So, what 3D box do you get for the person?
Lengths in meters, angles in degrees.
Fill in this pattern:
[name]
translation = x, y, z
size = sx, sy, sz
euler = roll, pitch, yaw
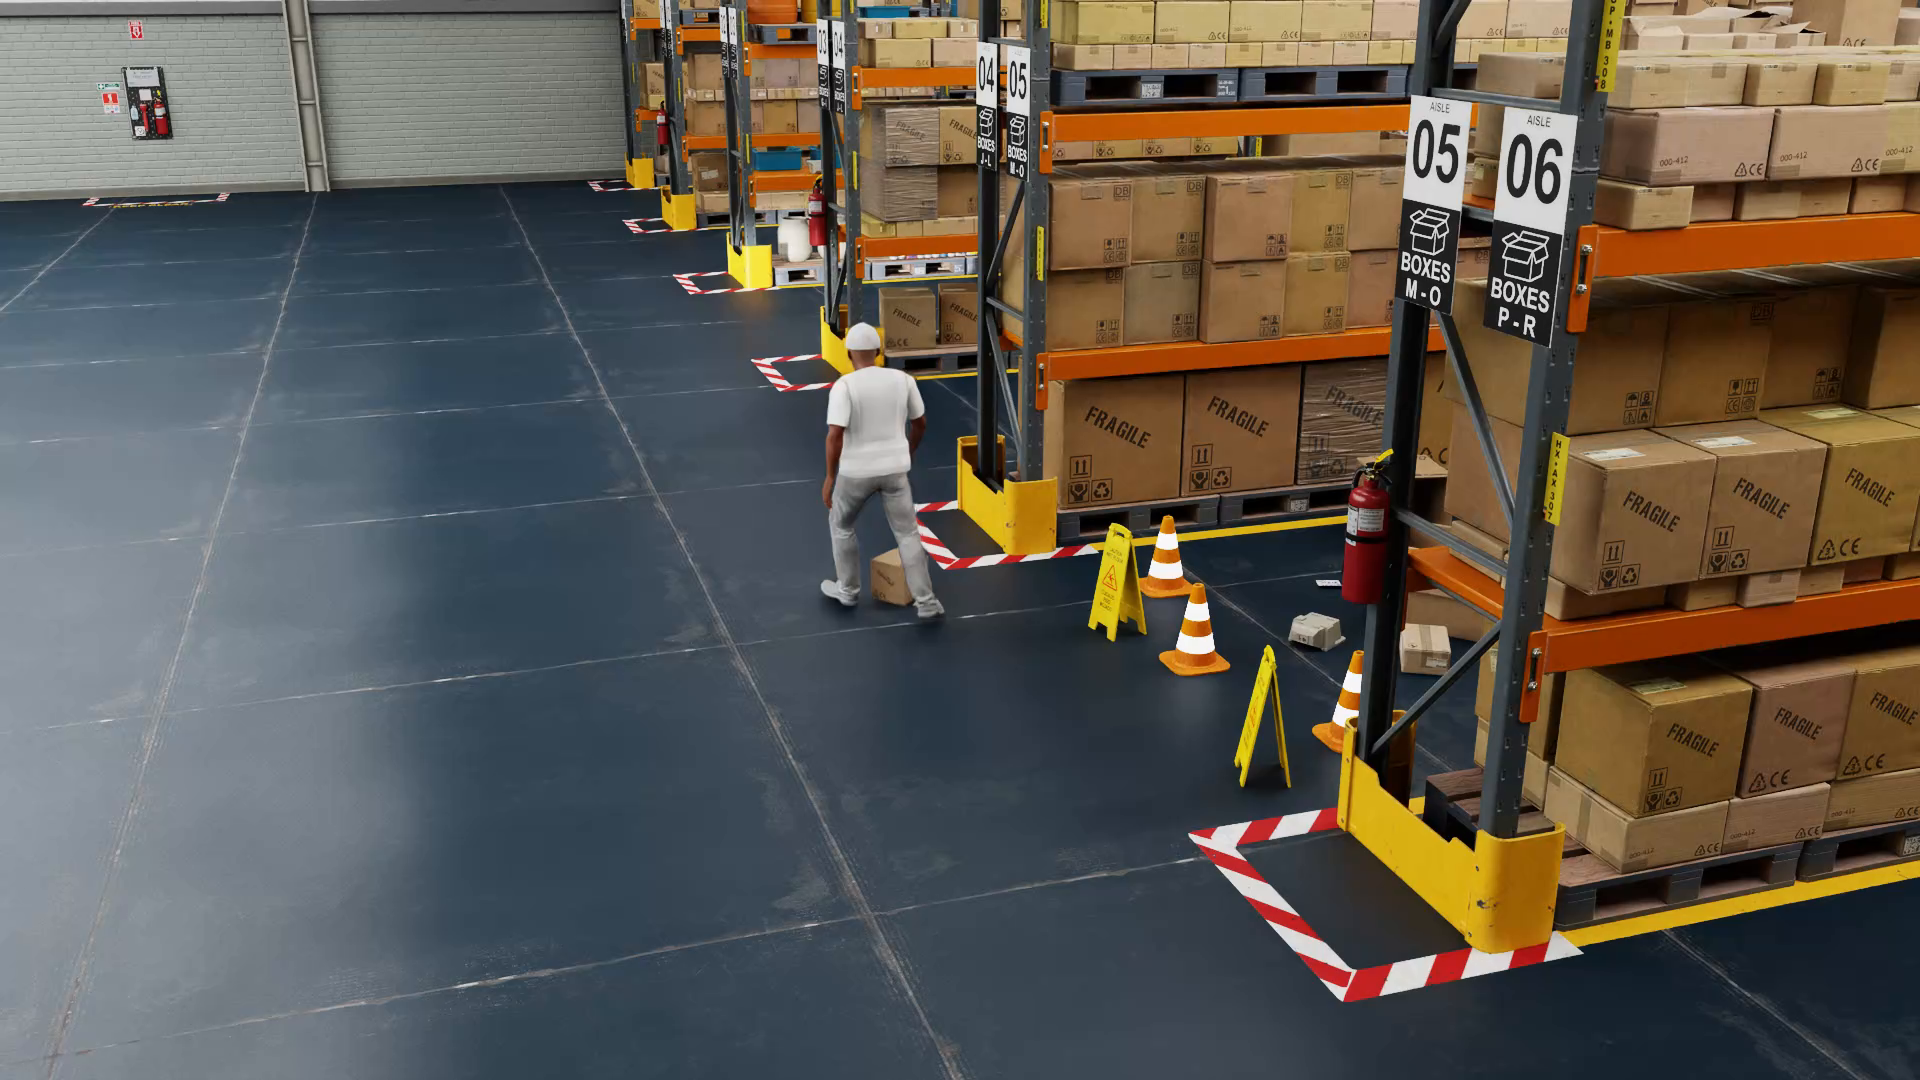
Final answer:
[person]
translation = -0.471, -0.378, 9.662
size = 0.683, 1.710, 0.848
euler = -7, 20, -19
